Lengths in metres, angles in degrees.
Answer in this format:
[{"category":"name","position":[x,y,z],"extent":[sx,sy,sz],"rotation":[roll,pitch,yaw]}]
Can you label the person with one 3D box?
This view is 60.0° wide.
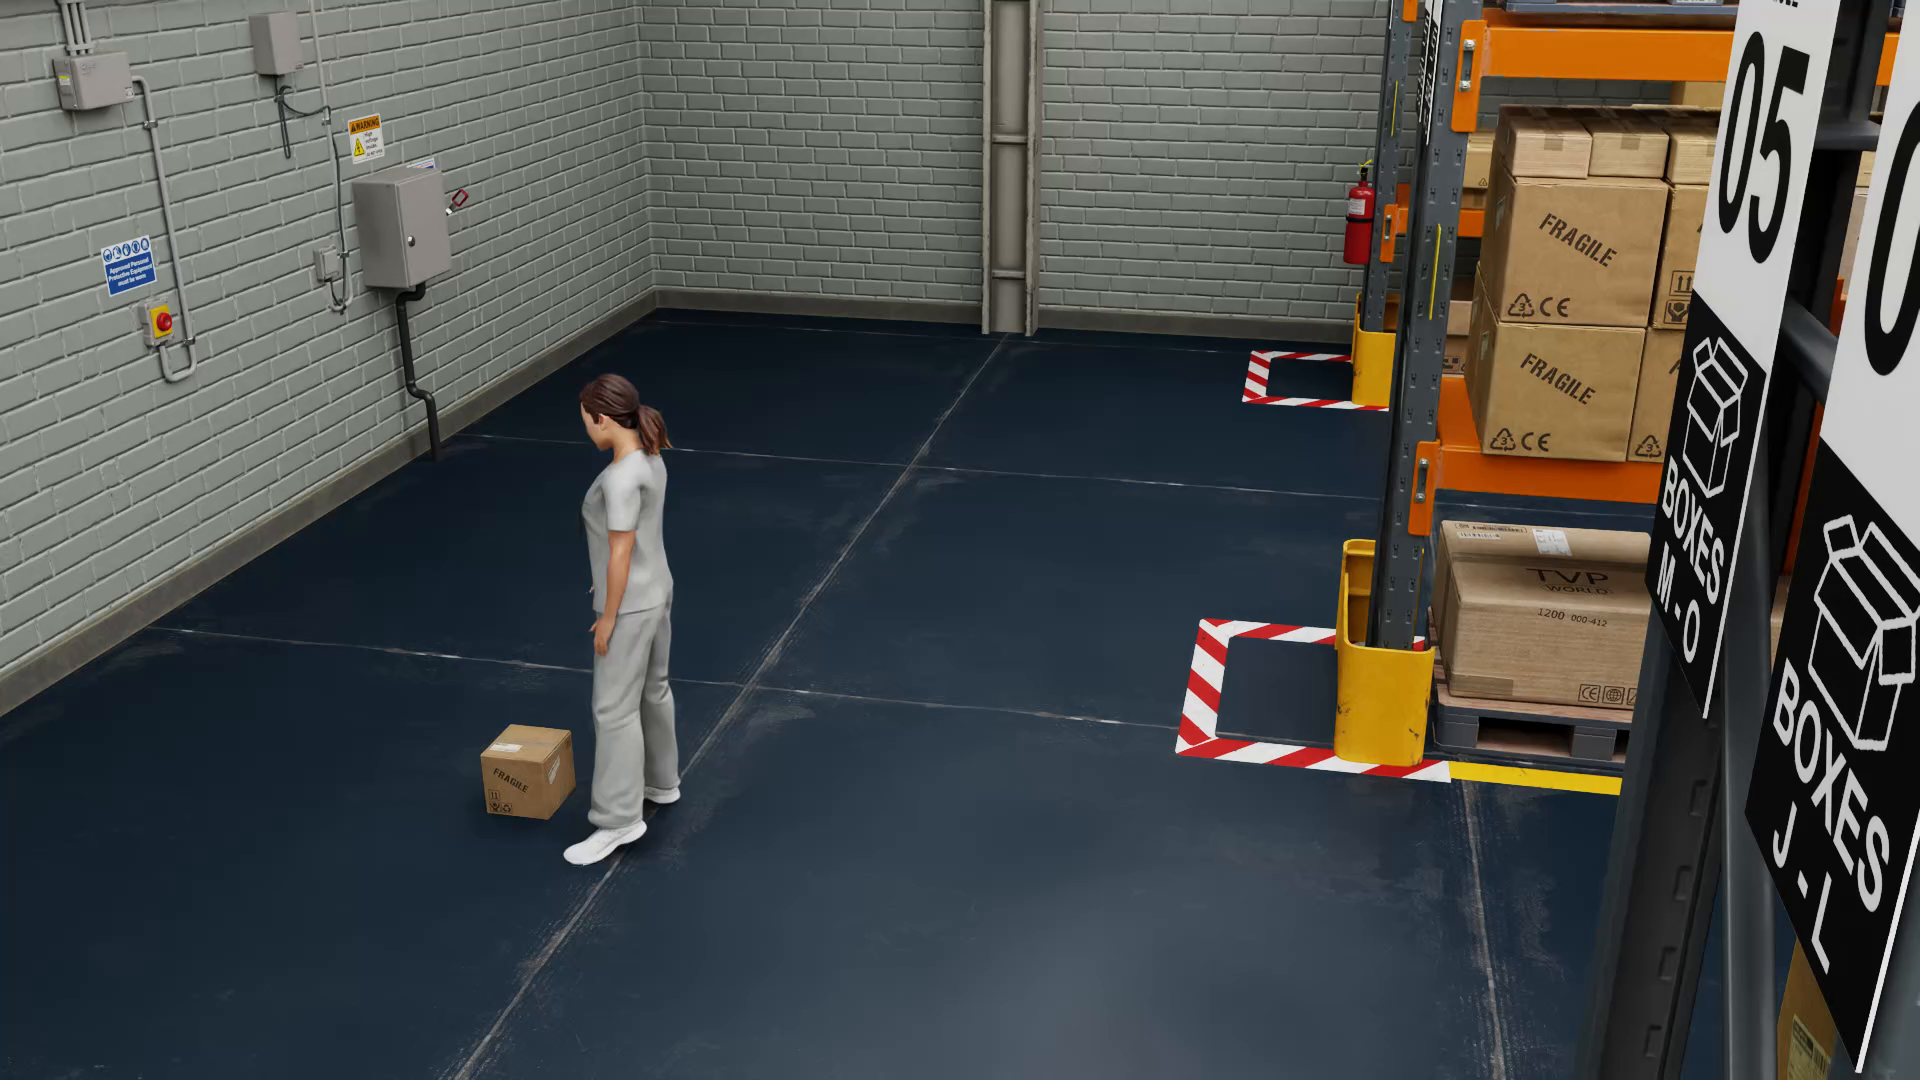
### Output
[{"category":"person","position":[-1.202,0.263,5.897],"extent":[0.415,1.692,0.627],"rotation":[1,22,1]}]
